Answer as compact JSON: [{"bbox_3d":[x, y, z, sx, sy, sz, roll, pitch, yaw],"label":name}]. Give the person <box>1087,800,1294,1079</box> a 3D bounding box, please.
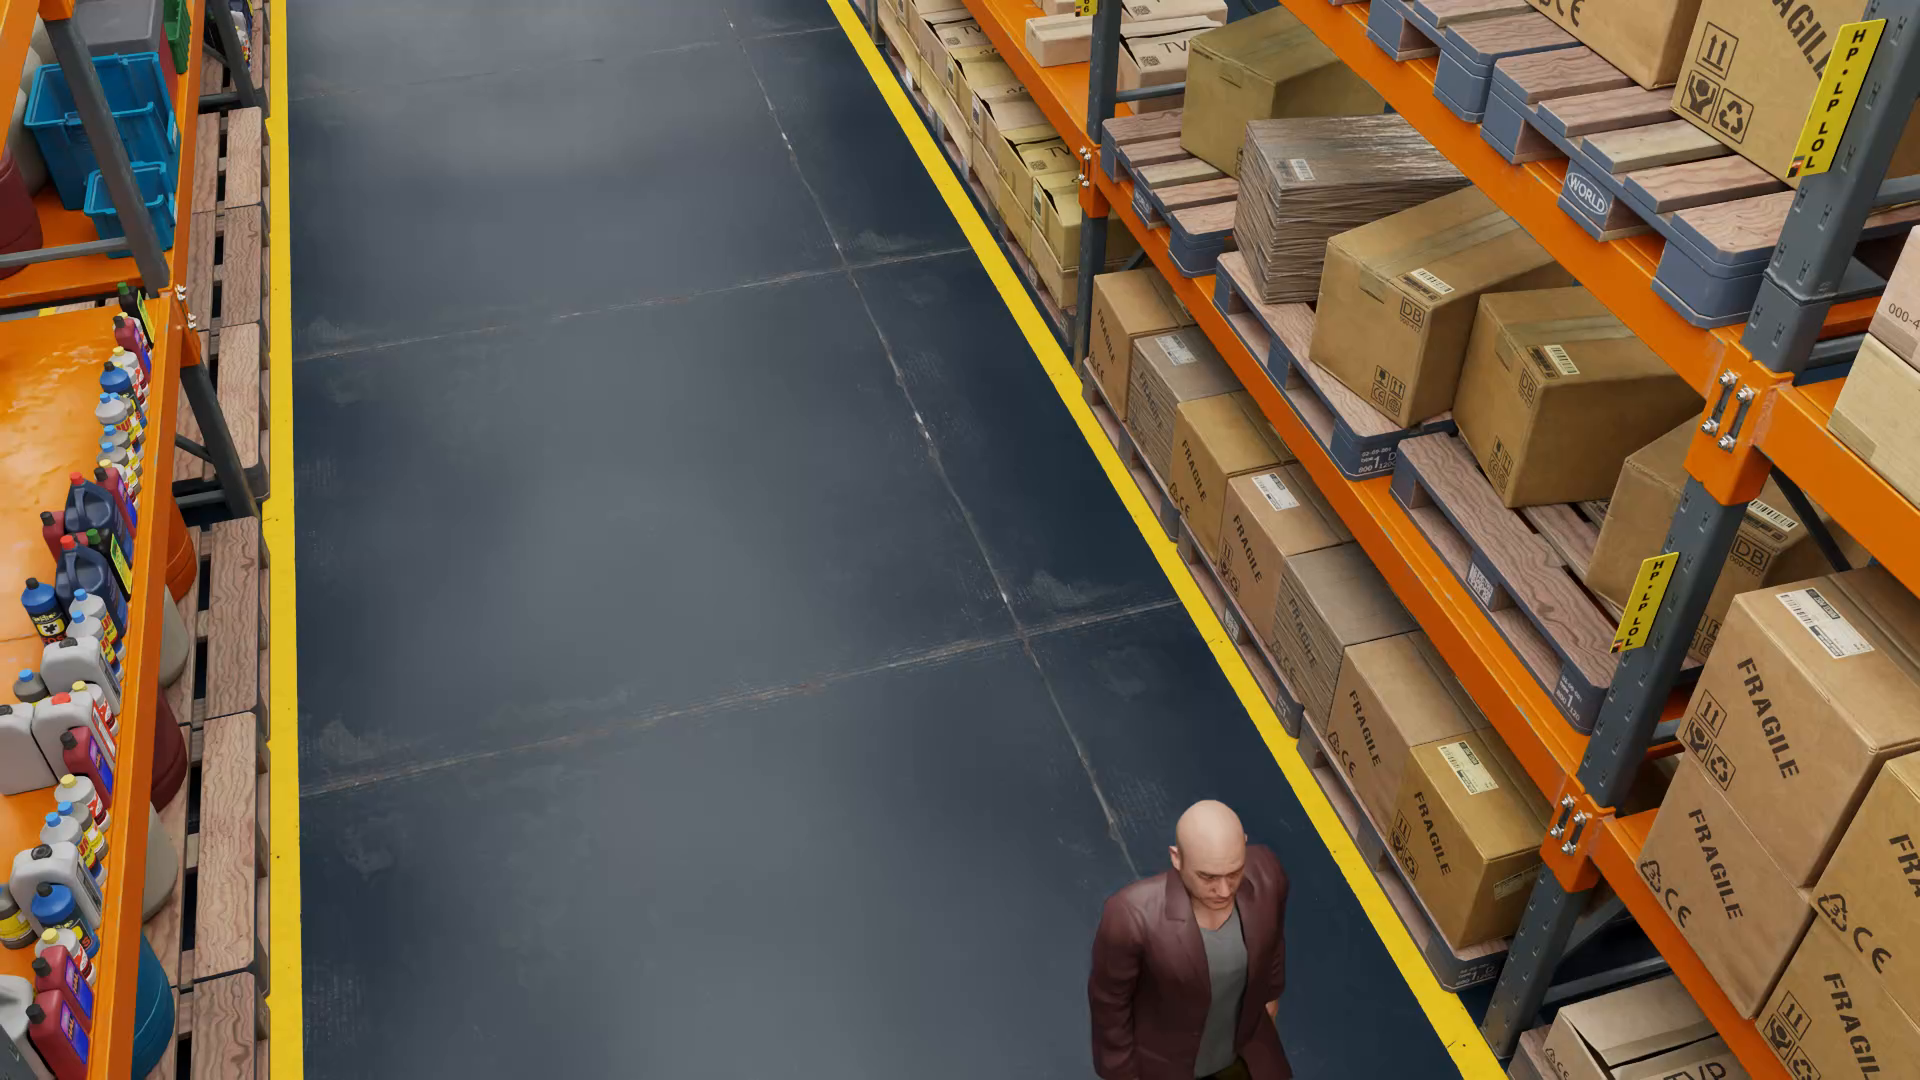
[{"bbox_3d":[0.652,1.390,4.578,0.616,1.798,0.476,-13,43,-14],"label":"person"}]
